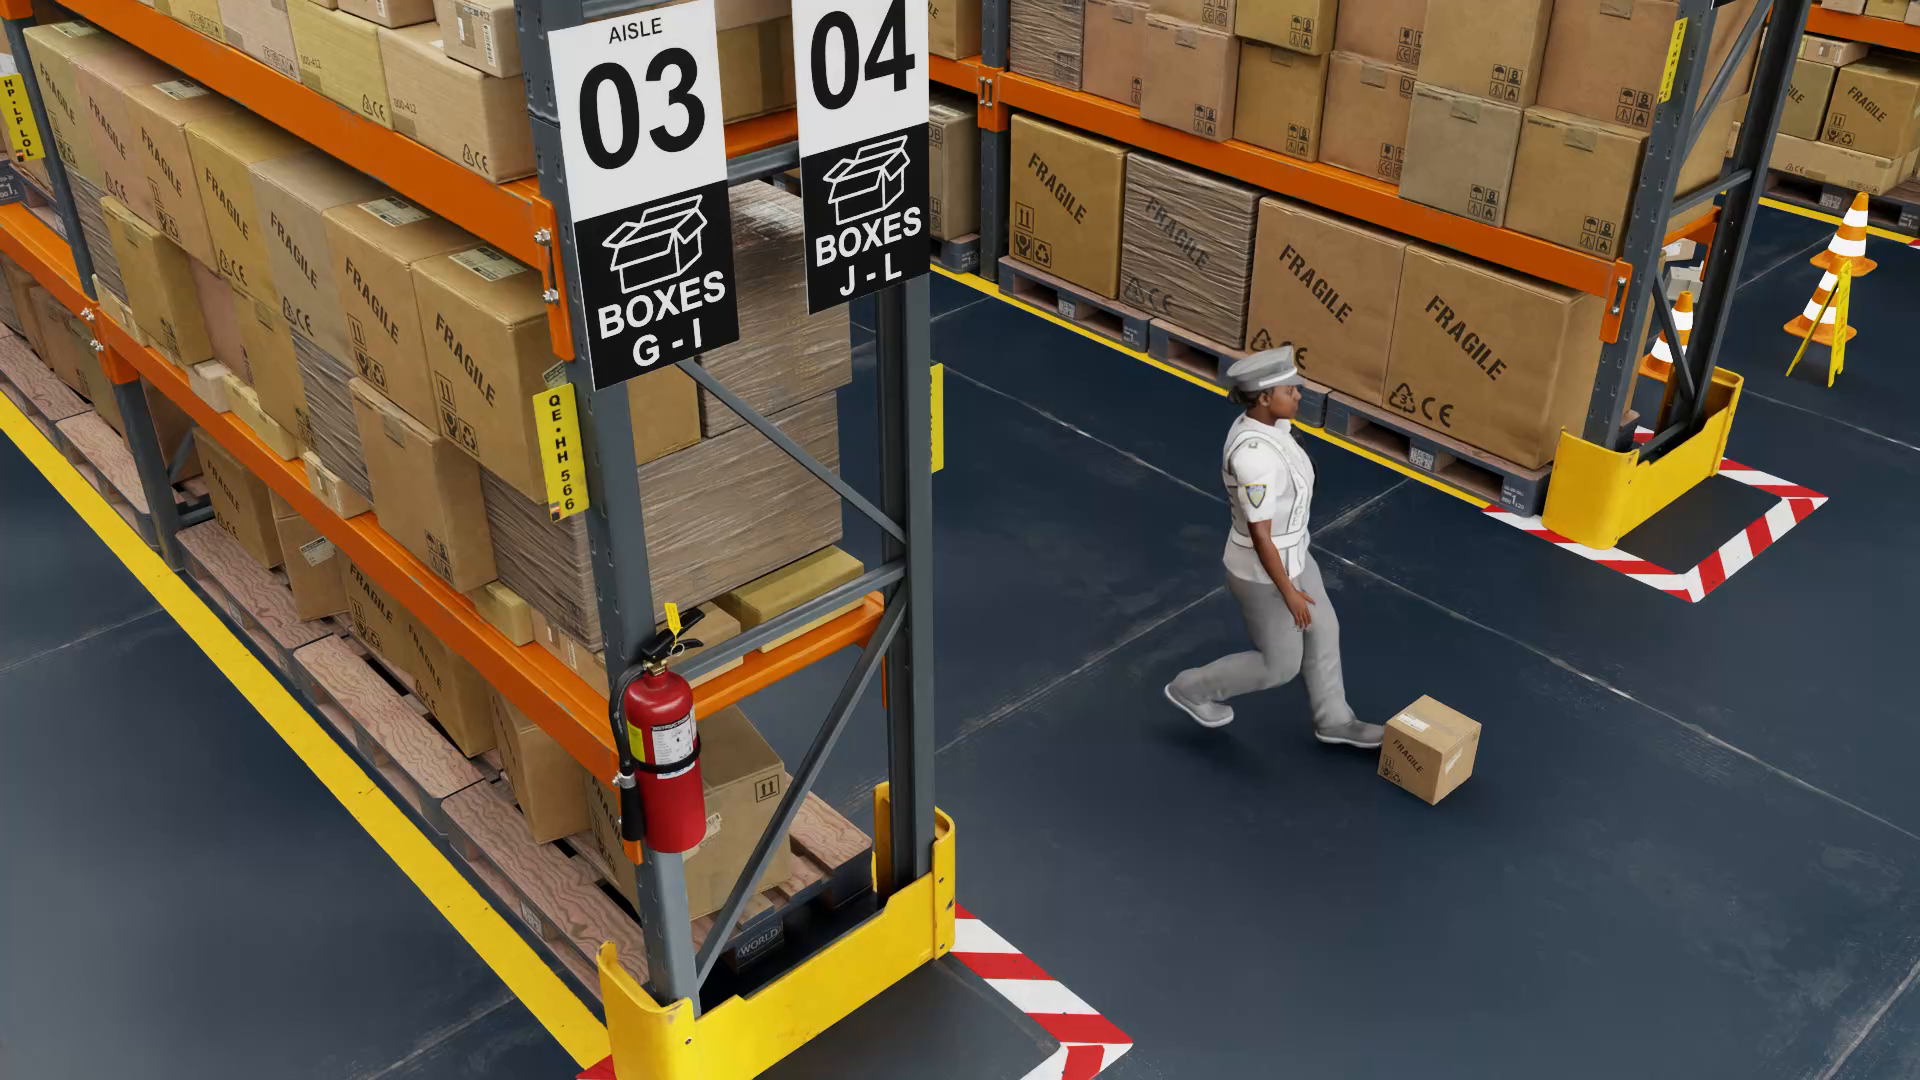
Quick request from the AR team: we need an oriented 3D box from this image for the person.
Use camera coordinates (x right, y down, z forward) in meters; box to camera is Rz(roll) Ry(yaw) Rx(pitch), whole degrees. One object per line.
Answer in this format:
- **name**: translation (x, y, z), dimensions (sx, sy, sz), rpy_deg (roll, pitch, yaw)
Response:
- **person**: translation (1.226, 0.075, 6.038), dimensions (0.878, 1.616, 0.497), rpy_deg (9, 33, 14)
